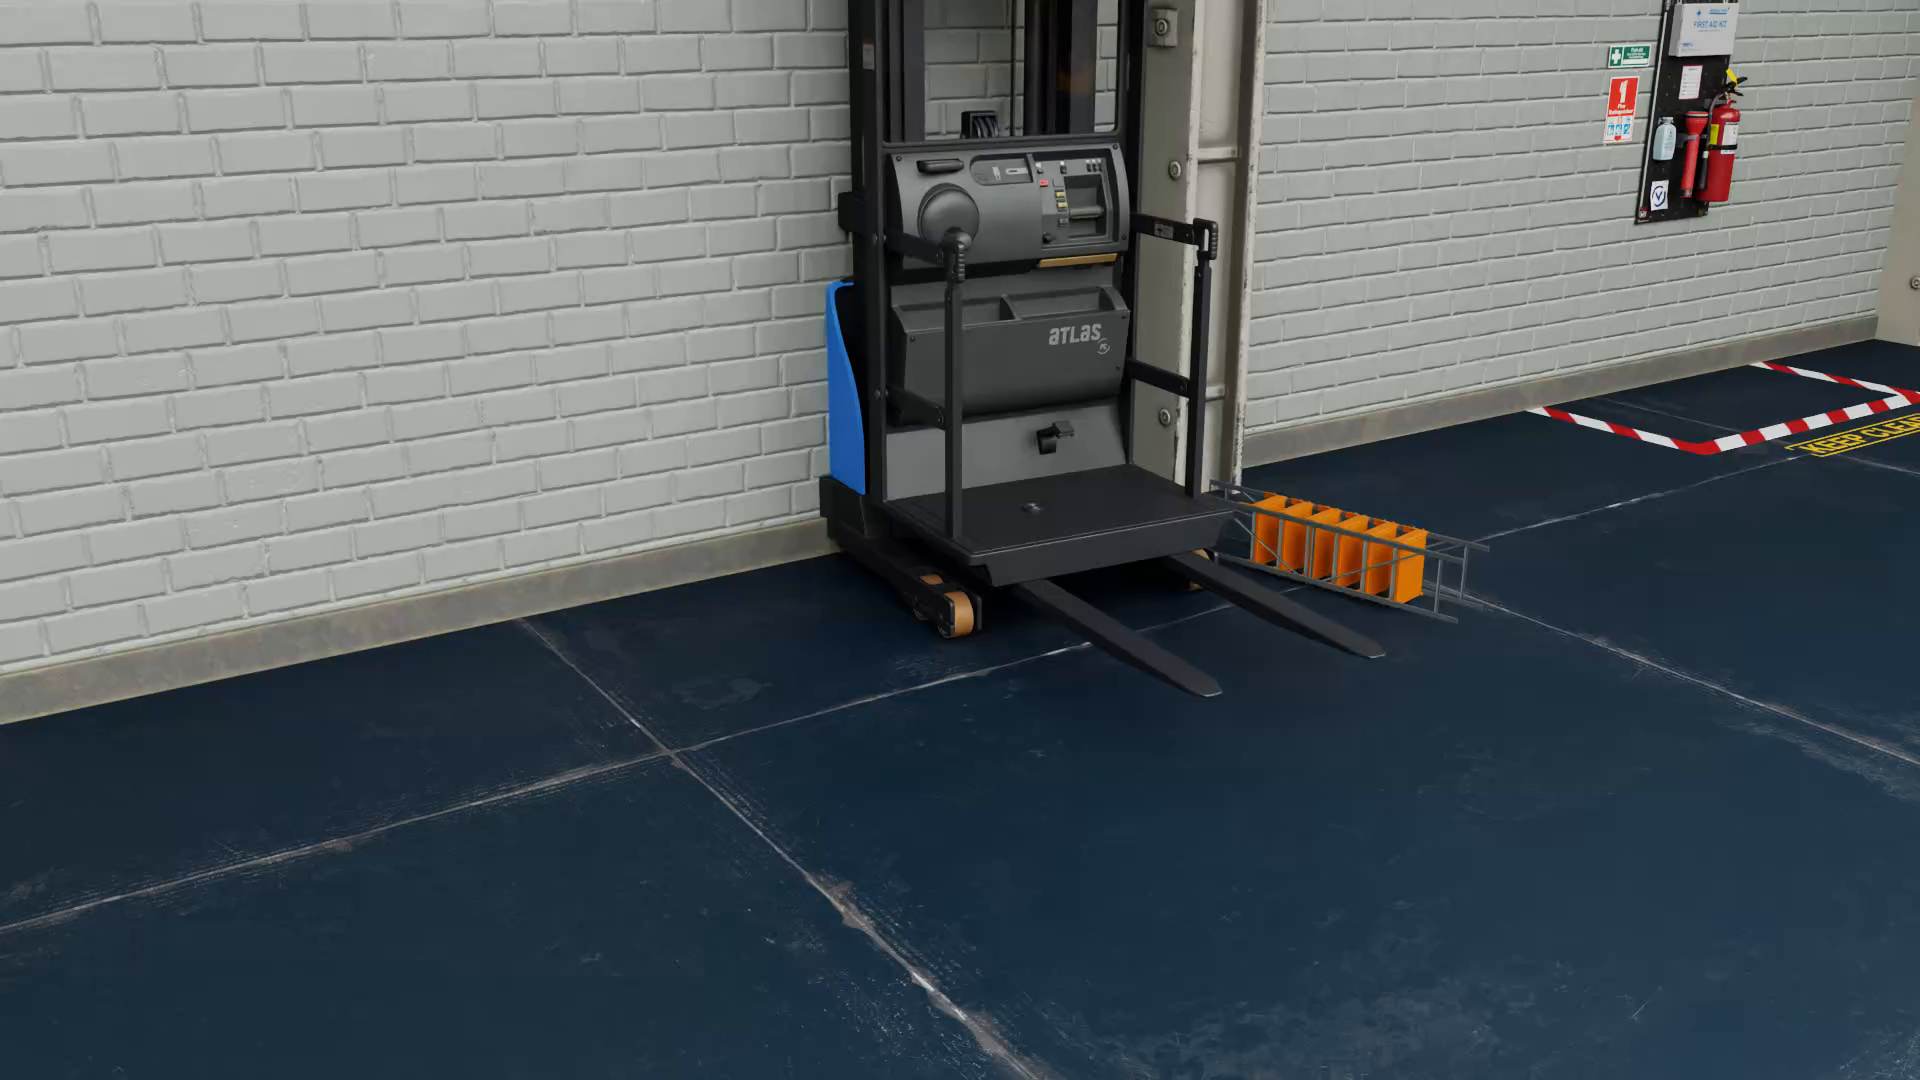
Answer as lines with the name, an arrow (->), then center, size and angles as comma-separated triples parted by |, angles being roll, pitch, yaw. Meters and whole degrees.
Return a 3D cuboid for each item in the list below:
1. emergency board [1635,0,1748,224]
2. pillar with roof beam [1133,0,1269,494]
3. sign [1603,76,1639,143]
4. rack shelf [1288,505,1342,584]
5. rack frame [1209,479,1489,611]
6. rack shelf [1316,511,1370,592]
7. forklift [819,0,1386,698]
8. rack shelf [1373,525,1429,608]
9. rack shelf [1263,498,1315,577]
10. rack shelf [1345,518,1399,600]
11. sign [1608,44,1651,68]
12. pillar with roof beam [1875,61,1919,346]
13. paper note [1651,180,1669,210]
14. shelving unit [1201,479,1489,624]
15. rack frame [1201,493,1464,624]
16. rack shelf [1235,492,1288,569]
emergency board -> 3.926, -2.272, 8.781 | 0.643, 1.169, 0.194 | -12, 22, -31
pillar with roof beam -> 3.367, -3.330, 2.545 | 0.400, 9.000, 9.100 | -12, 22, -31
sign -> 3.407, -2.219, 8.568 | 0.234, 0.329, 0.001 | -12, 22, -31
rack shelf -> 1.332, 0.015, 6.241 | 0.103, 0.258, 0.180 | 17, 25, 41
rack frame -> 1.428, 0.004, 6.274 | 1.200, 0.240, 0.006 | 17, 25, 41
rack shelf -> 1.418, 0.042, 6.162 | 0.103, 0.258, 0.180 | 17, 25, 41
forklift -> 0.292, -1.211, 5.749 | 1.130, 2.935, 3.031 | -10, 21, -26
rack shelf -> 1.591, 0.095, 6.004 | 0.103, 0.258, 0.180 | 17, 25, 41
rack shelf -> 1.246, -0.012, 6.320 | 0.103, 0.258, 0.180 | 17, 25, 41
rack shelf -> 1.505, 0.069, 6.083 | 0.103, 0.258, 0.180 | 17, 25, 41
sign -> 3.416, -2.468, 8.479 | 0.331, 0.109, 0.001 | -12, 22, -31
pillar with roof beam -> 8.379, -4.387, 5.671 | 0.400, 9.000, 9.100 | -12, 22, -31
paper note -> 3.740, -1.842, 8.884 | 0.142, 0.148, 0.016 | -12, 22, -31
shelving unit -> 1.364, 0.025, 6.212 | 1.200, 0.258, 0.189 | 17, 25, 41
rack frame -> 1.301, 0.046, 6.150 | 1.200, 0.240, 0.006 | 17, 25, 41
rack shelf -> 1.160, -0.039, 6.399 | 0.103, 0.258, 0.180 | 17, 25, 41
